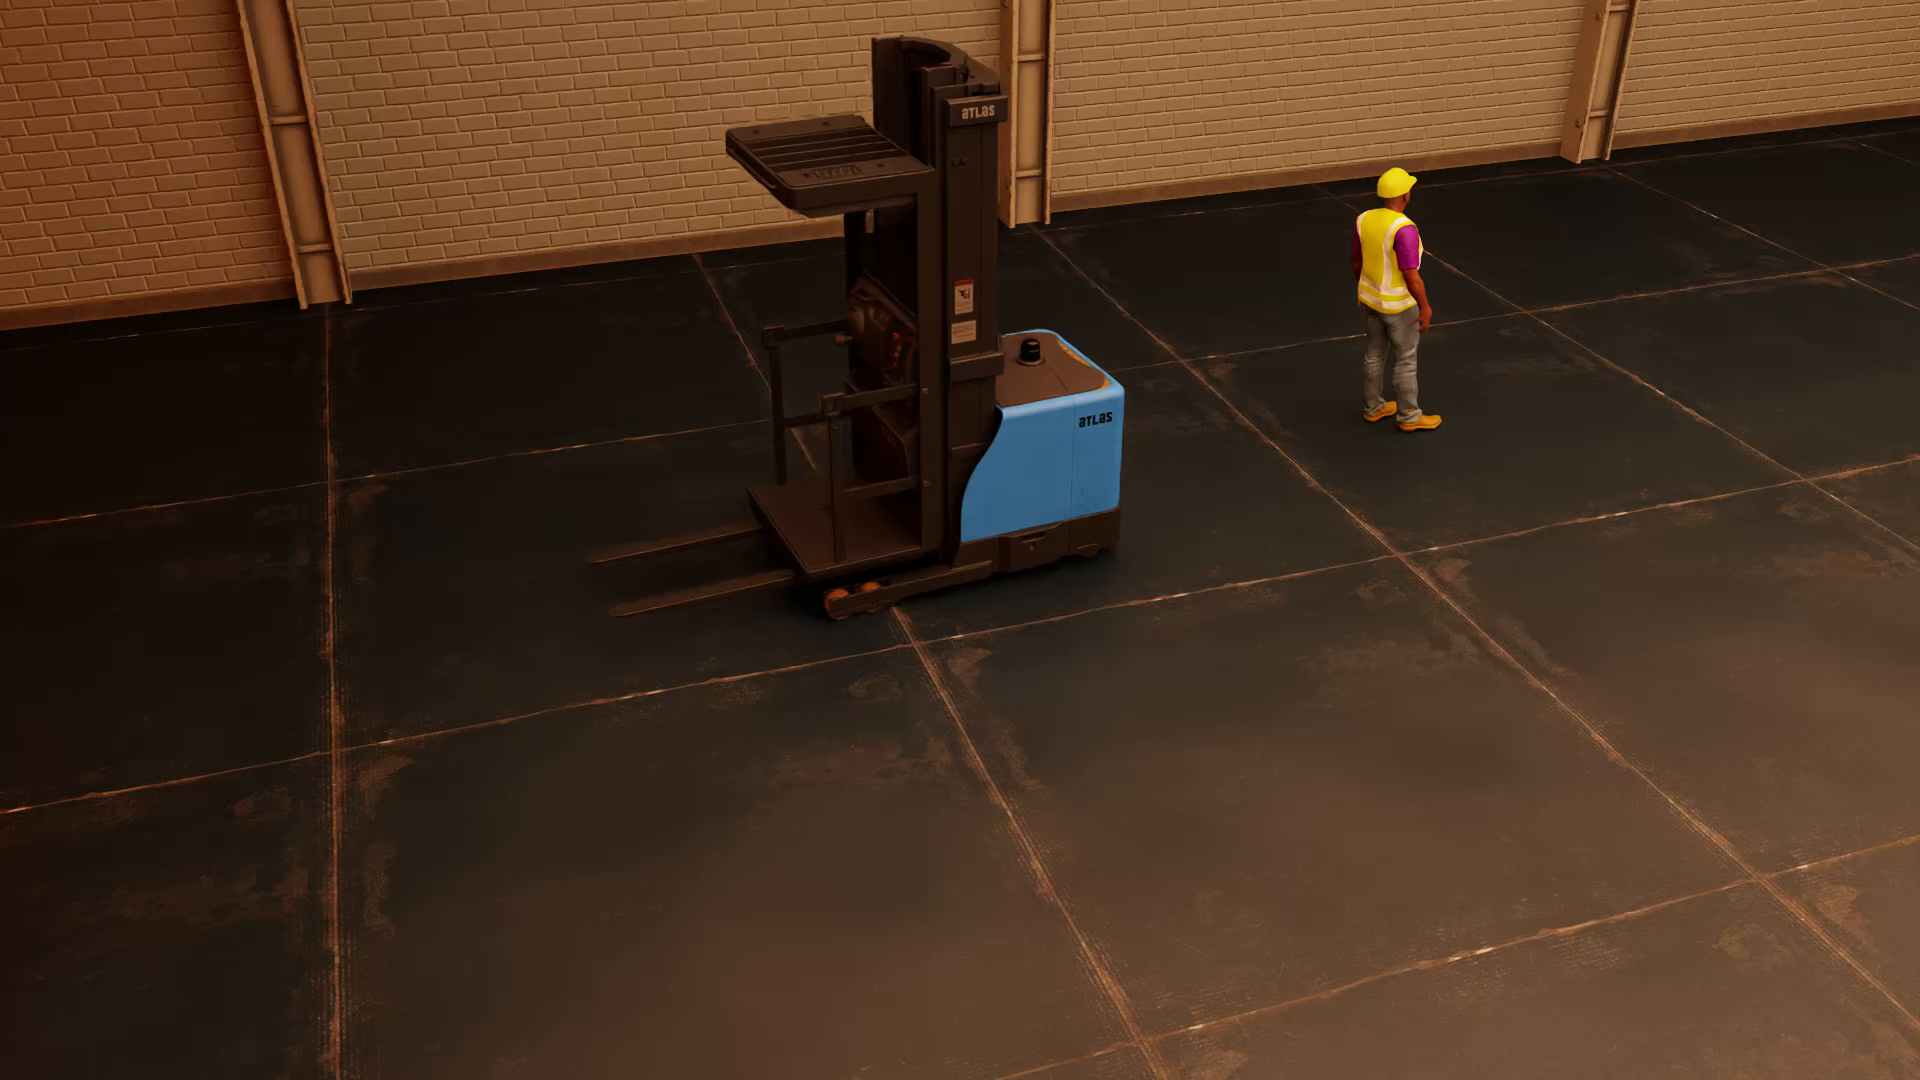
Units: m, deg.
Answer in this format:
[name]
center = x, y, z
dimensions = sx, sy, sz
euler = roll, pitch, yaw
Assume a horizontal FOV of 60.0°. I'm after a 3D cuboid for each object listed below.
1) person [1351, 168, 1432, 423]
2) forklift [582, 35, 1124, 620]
[person]
center = 2.839, -1.616, 10.990
dimensions = 0.420, 1.706, 0.666
euler = -15, 33, -24
[forklift]
center = -0.617, -1.126, 9.043
dimensions = 3.031, 2.935, 1.130
euler = -12, 32, -21
